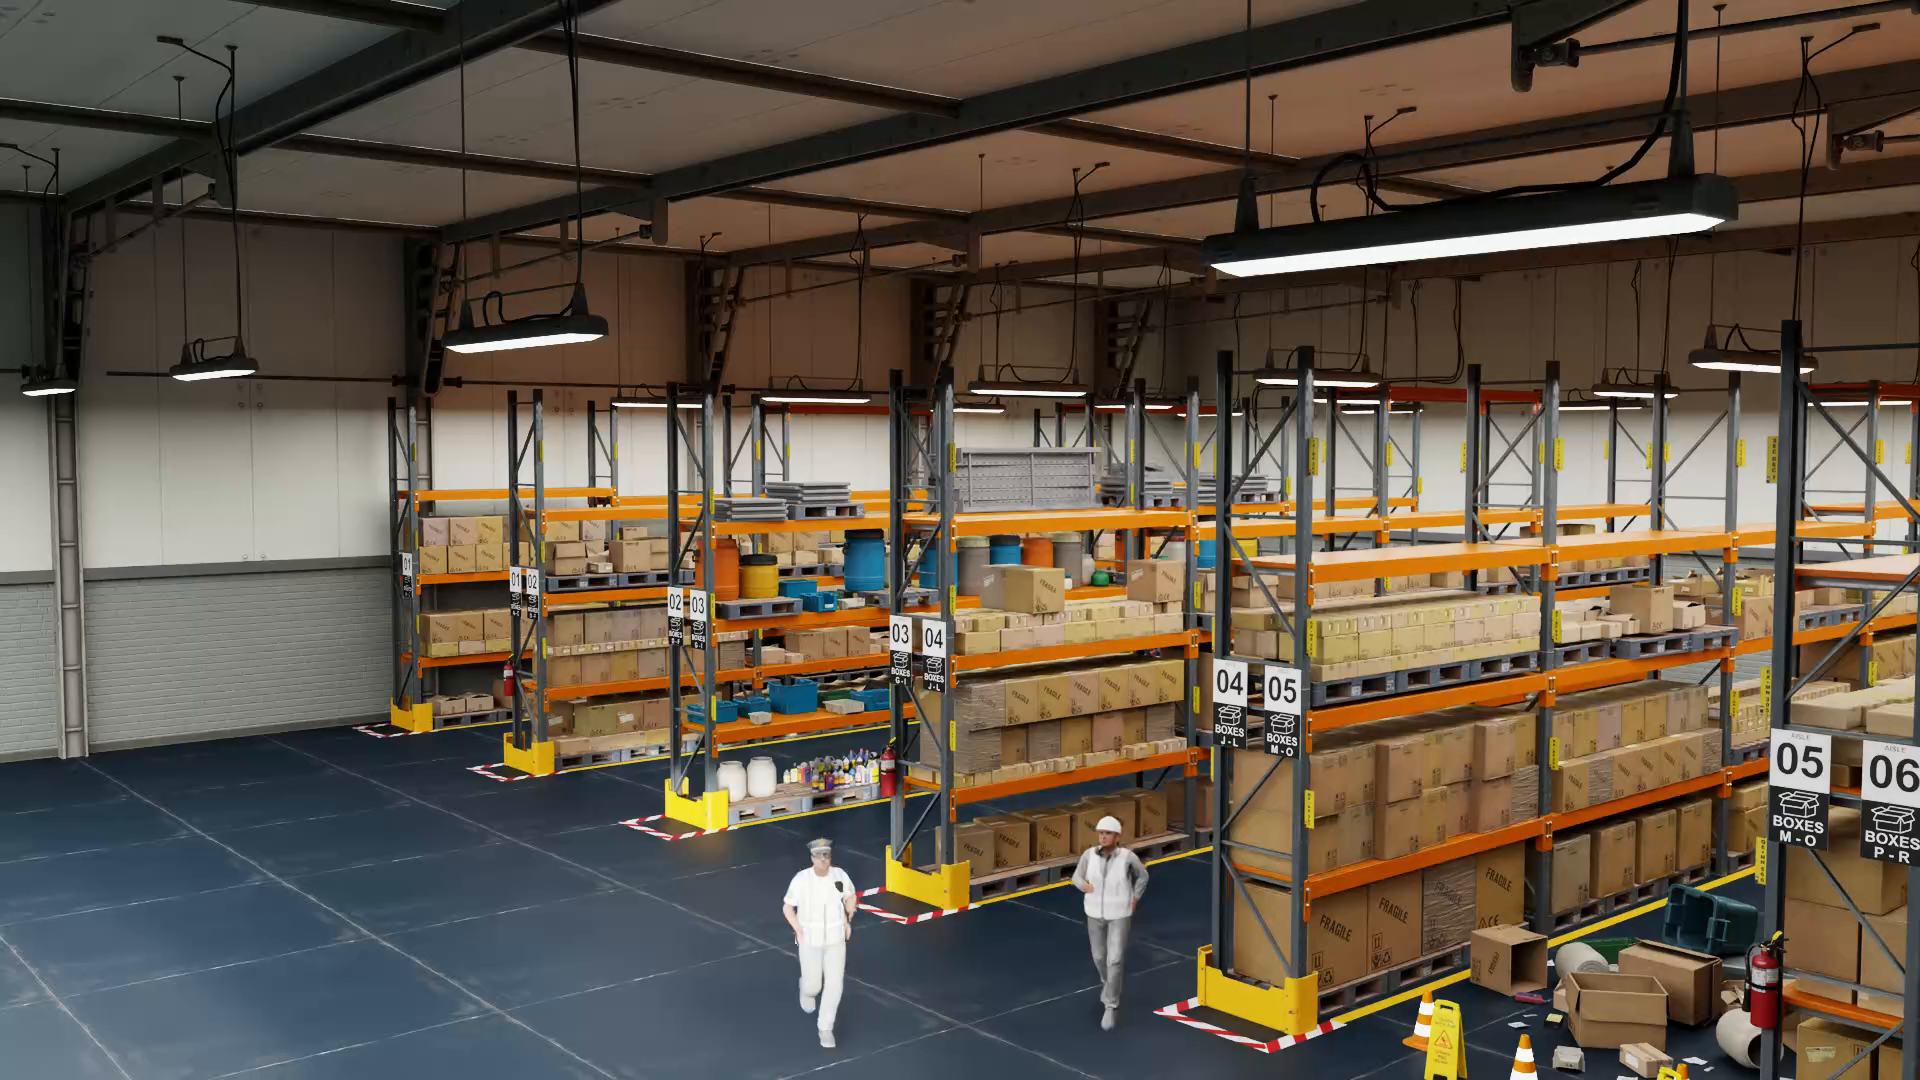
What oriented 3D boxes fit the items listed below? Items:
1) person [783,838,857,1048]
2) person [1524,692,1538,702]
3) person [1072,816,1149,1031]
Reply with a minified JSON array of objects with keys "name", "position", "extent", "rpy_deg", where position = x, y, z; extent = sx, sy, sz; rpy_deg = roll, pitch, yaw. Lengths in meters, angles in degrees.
[{"name":"person","position":[-1.203,3.452,14.491],"extent":[0.663,1.757,0.752],"rpy_deg":[-1,3,-14]},{"name":"person","position":[8.130,2.950,23.575],"extent":[0.600,1.676,0.892],"rpy_deg":[3,4,39]},{"name":"person","position":[1.328,3.395,14.999],"extent":[0.666,1.820,0.825],"rpy_deg":[1,4,23]}]
